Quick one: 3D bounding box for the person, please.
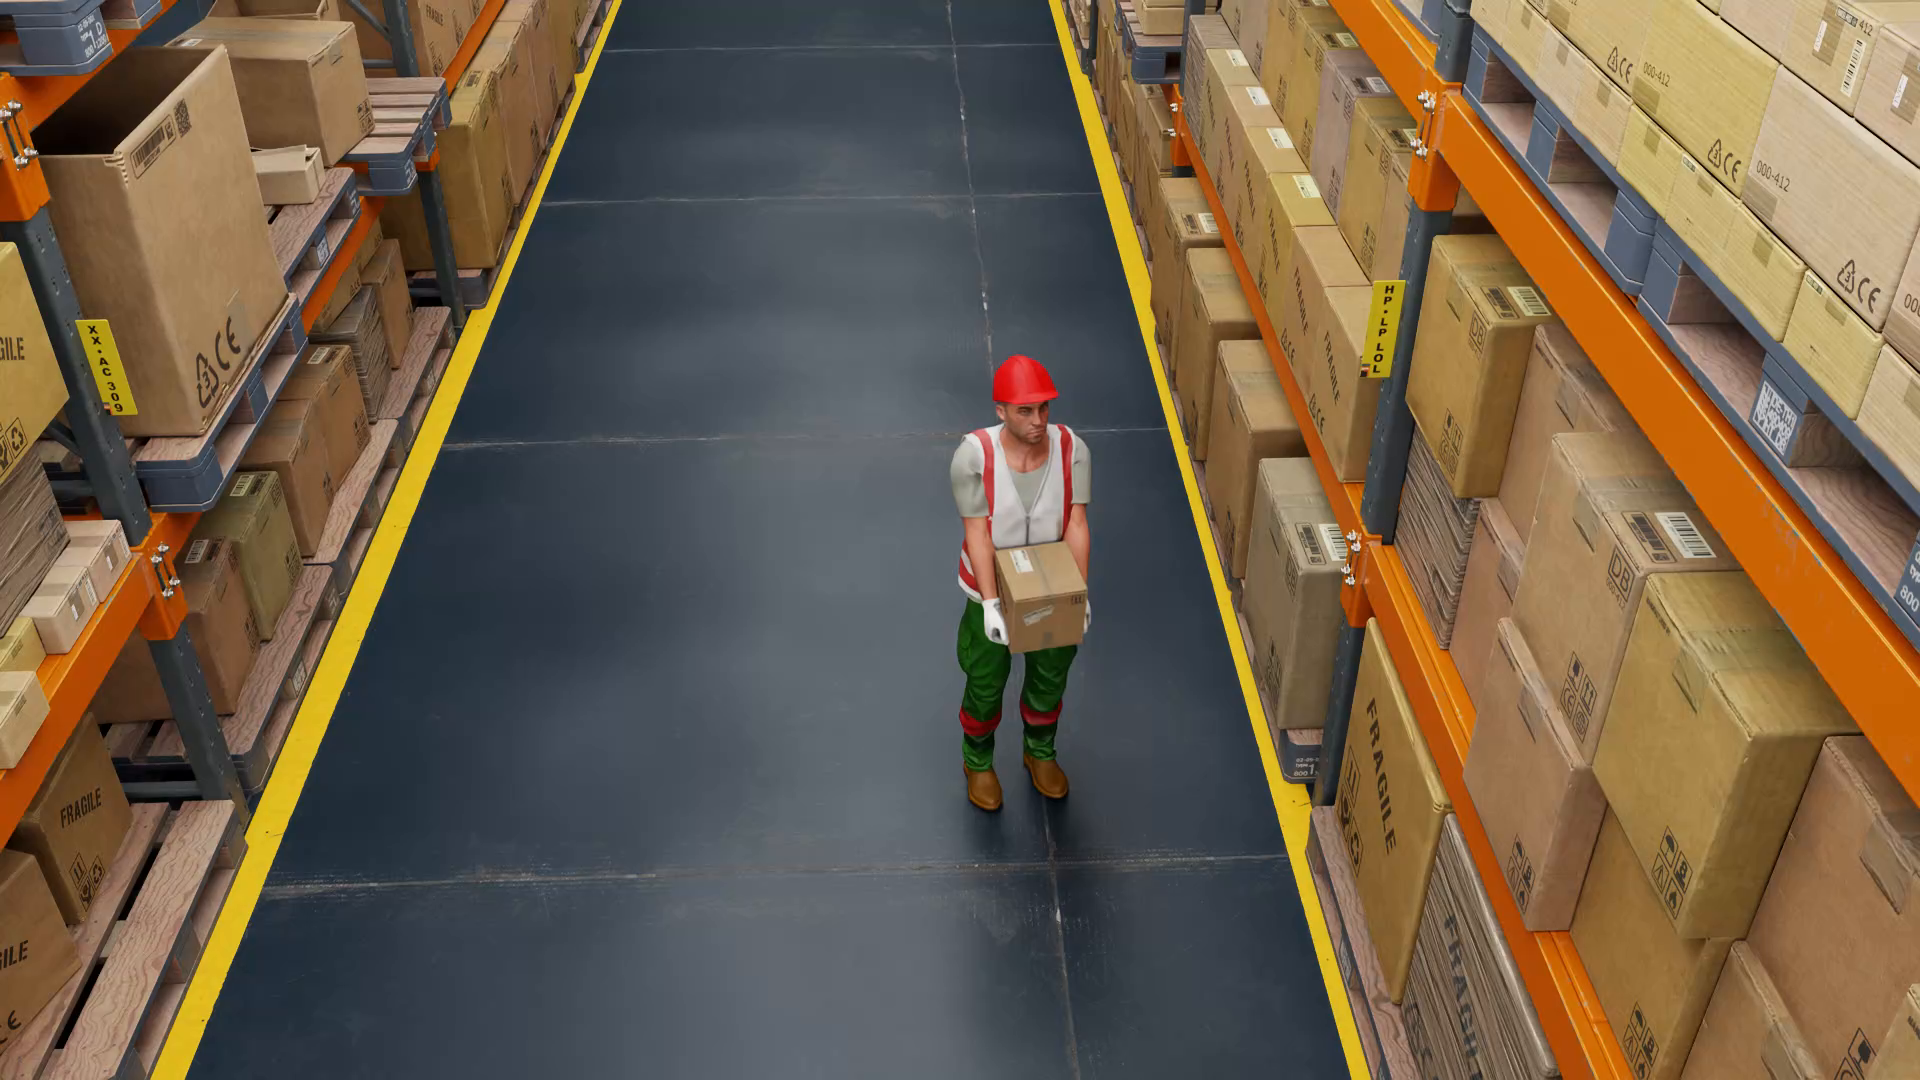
[{"bbox_3d":[0.237,0.225,5.804,0.494,1.784,0.554,-8,36,-11],"label":"person"}]
